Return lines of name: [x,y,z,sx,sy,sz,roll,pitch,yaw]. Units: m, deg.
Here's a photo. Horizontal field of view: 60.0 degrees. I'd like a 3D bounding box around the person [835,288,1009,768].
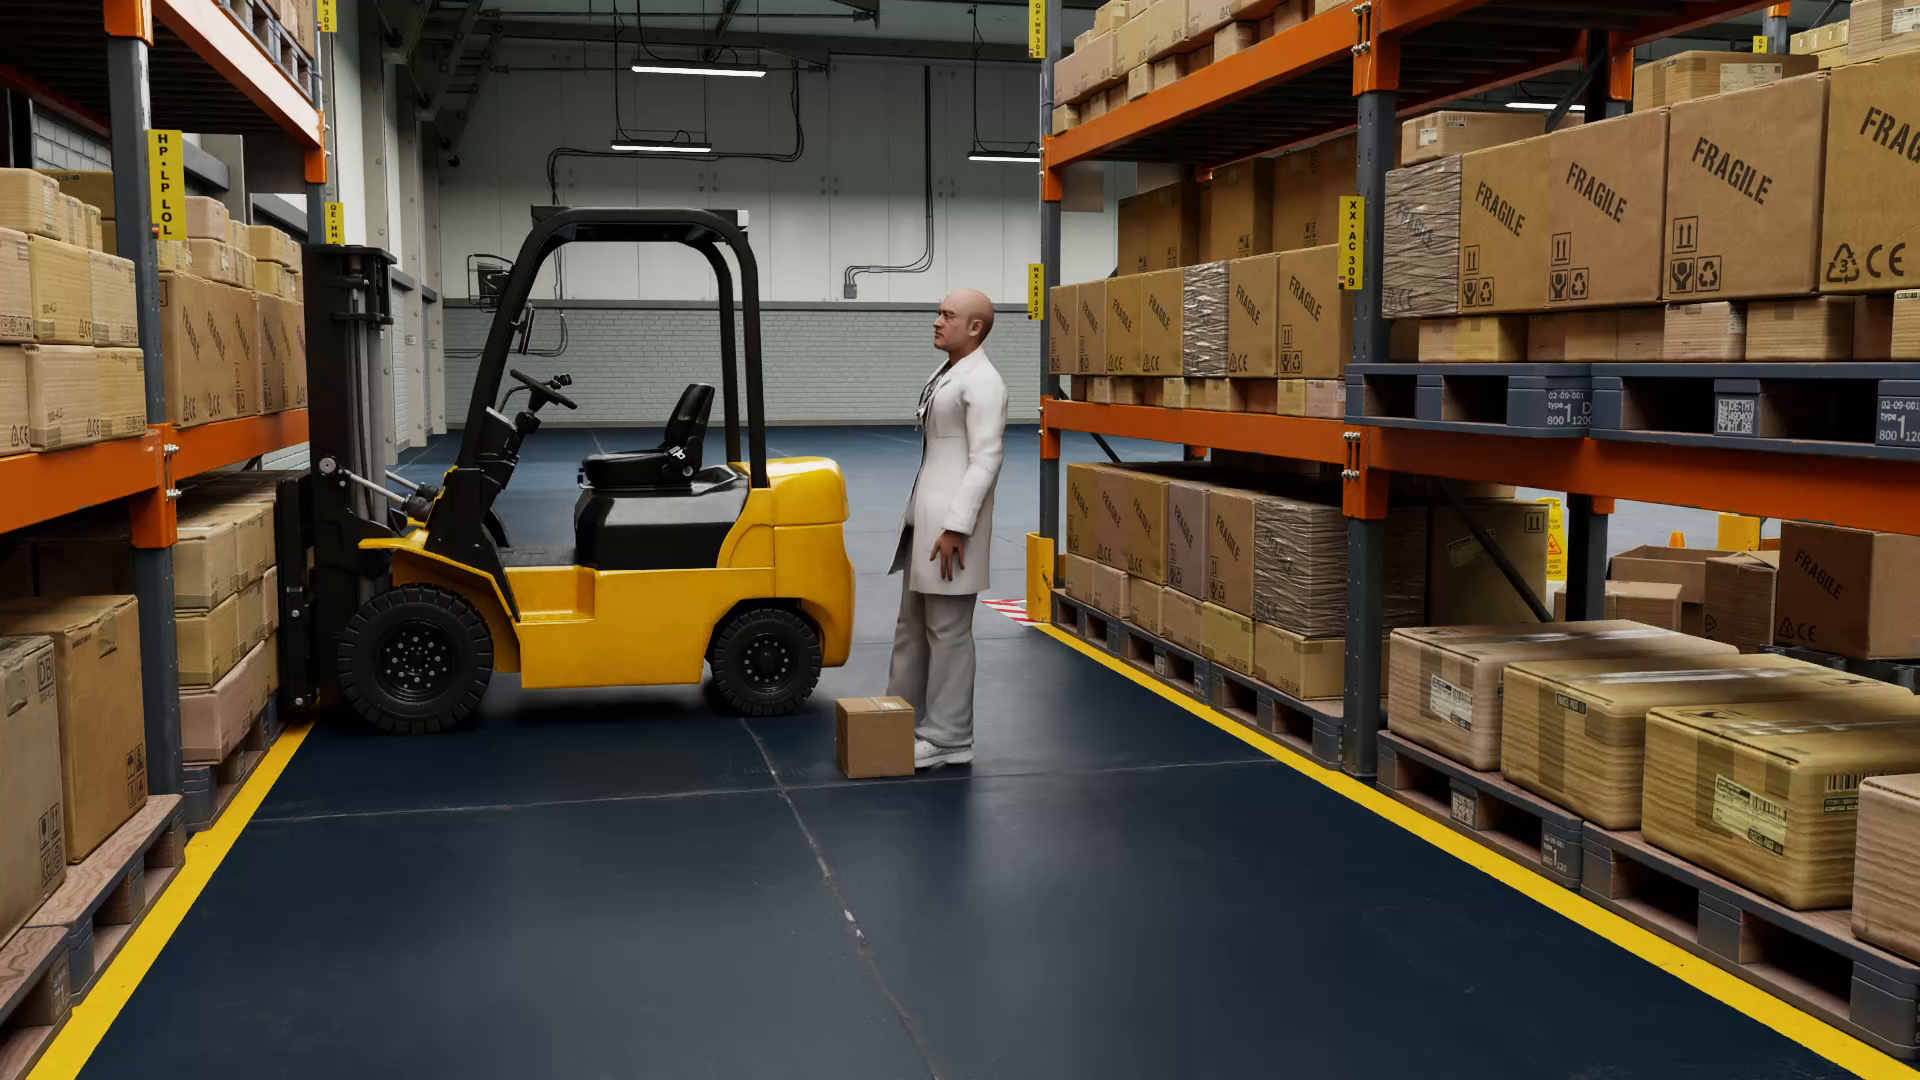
person: [-0.138,-0.042,6.193,0.582,1.776,0.695,-1,6,-14]
